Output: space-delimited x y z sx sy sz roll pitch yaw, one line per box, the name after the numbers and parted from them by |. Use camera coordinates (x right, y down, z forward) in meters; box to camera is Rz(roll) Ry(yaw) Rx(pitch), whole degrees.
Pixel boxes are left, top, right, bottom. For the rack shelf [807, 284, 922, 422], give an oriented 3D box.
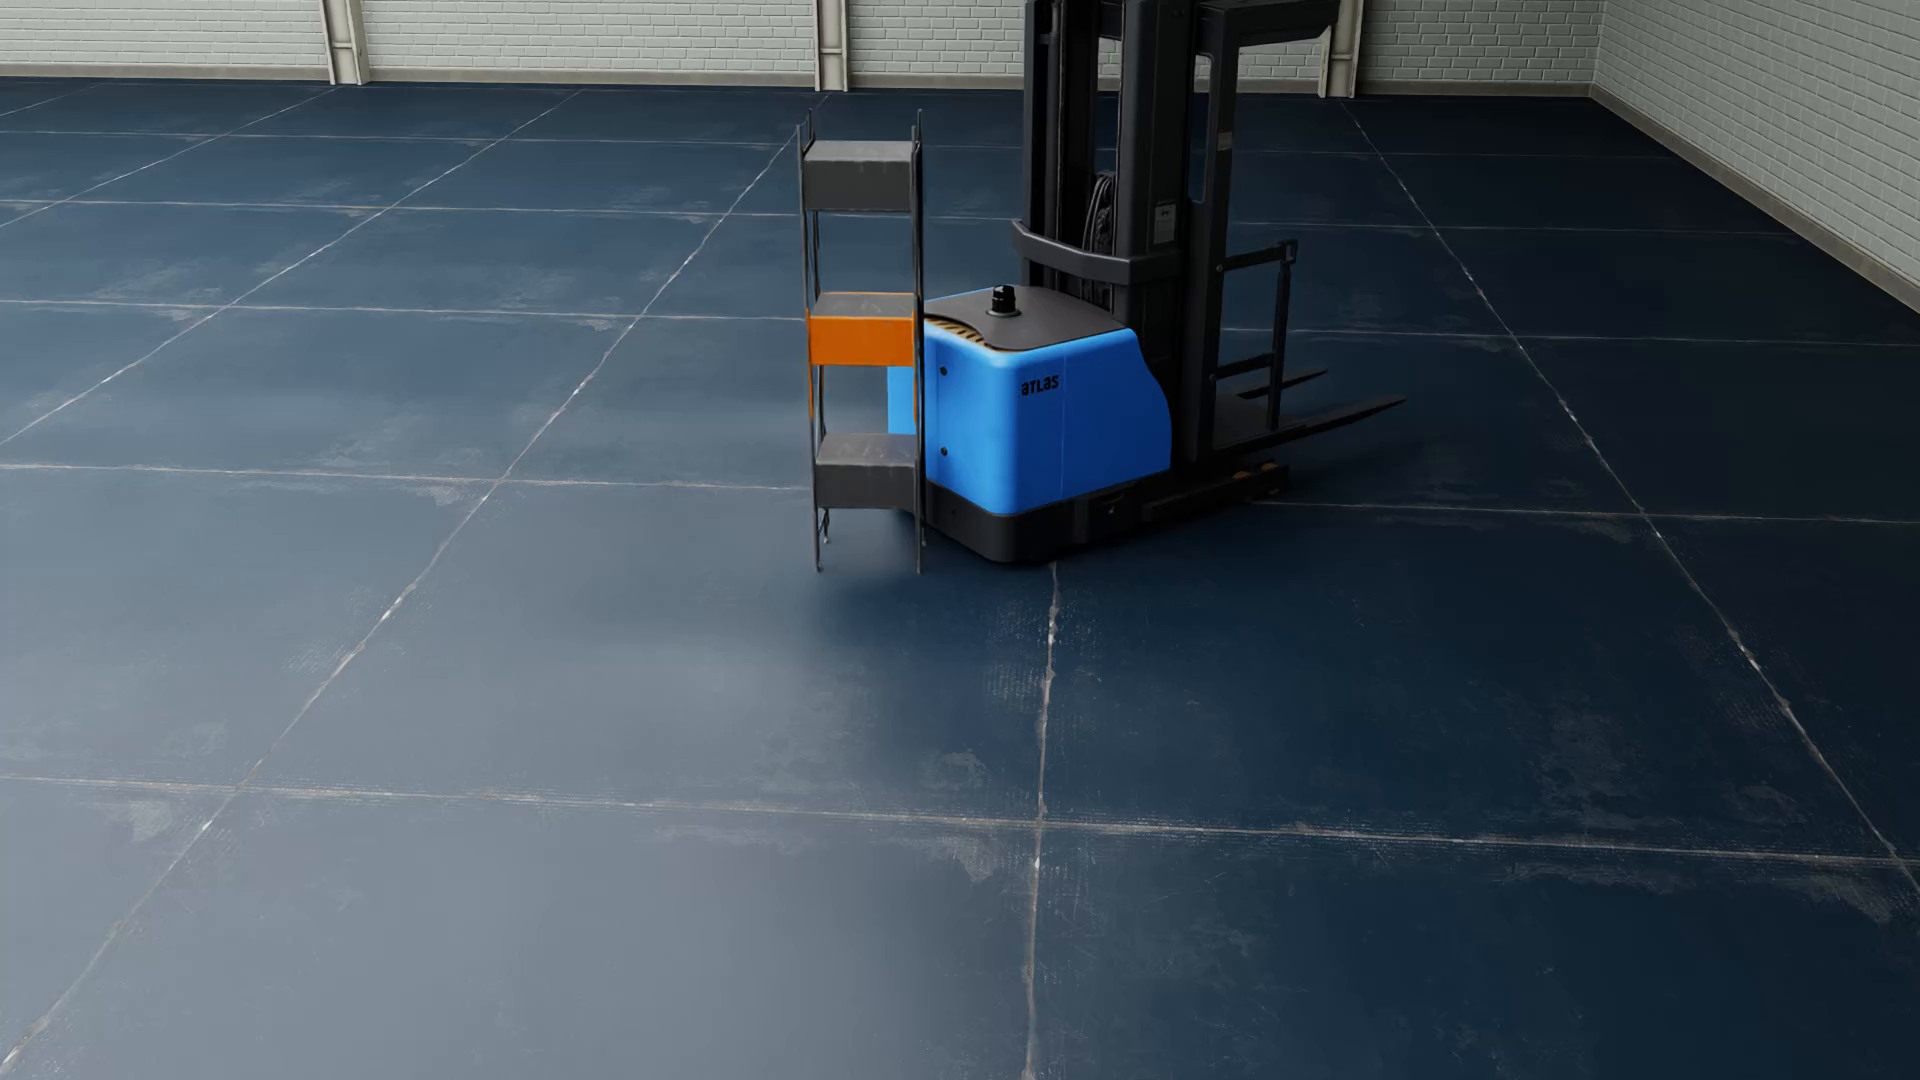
-0.429 -0.865 7.650 0.480 0.518 0.431 1 25 3 | rack shelf

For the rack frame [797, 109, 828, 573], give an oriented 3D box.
-0.673 -0.882 7.656 0.015 2.100 0.400 1 25 3 | rack frame

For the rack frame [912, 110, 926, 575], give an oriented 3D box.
-0.185 -0.872 7.632 0.015 2.100 0.400 1 25 3 | rack frame

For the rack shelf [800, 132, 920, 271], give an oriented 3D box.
-0.429 -1.501 7.357 0.480 0.518 0.431 1 25 3 | rack shelf

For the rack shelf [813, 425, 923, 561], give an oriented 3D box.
-0.429 -0.229 7.942 0.480 0.518 0.431 1 25 3 | rack shelf

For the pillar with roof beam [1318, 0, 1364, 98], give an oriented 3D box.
4.122 -7.558 13.909 0.400 9.000 9.100 2 25 4 | pillar with roof beam

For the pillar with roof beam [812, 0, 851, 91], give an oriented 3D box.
-1.861 -7.750 14.327 0.400 9.000 9.100 2 25 4 | pillar with roof beam

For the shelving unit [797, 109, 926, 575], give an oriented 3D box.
-0.429 -0.877 7.644 0.503 2.100 0.431 1 25 3 | shelving unit

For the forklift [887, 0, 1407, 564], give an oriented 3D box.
1.120 -1.687 8.409 3.031 2.935 1.130 -16 29 -32 | forklift

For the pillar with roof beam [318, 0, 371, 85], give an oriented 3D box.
-7.843 -7.942 14.744 0.400 9.000 9.100 2 25 4 | pillar with roof beam
